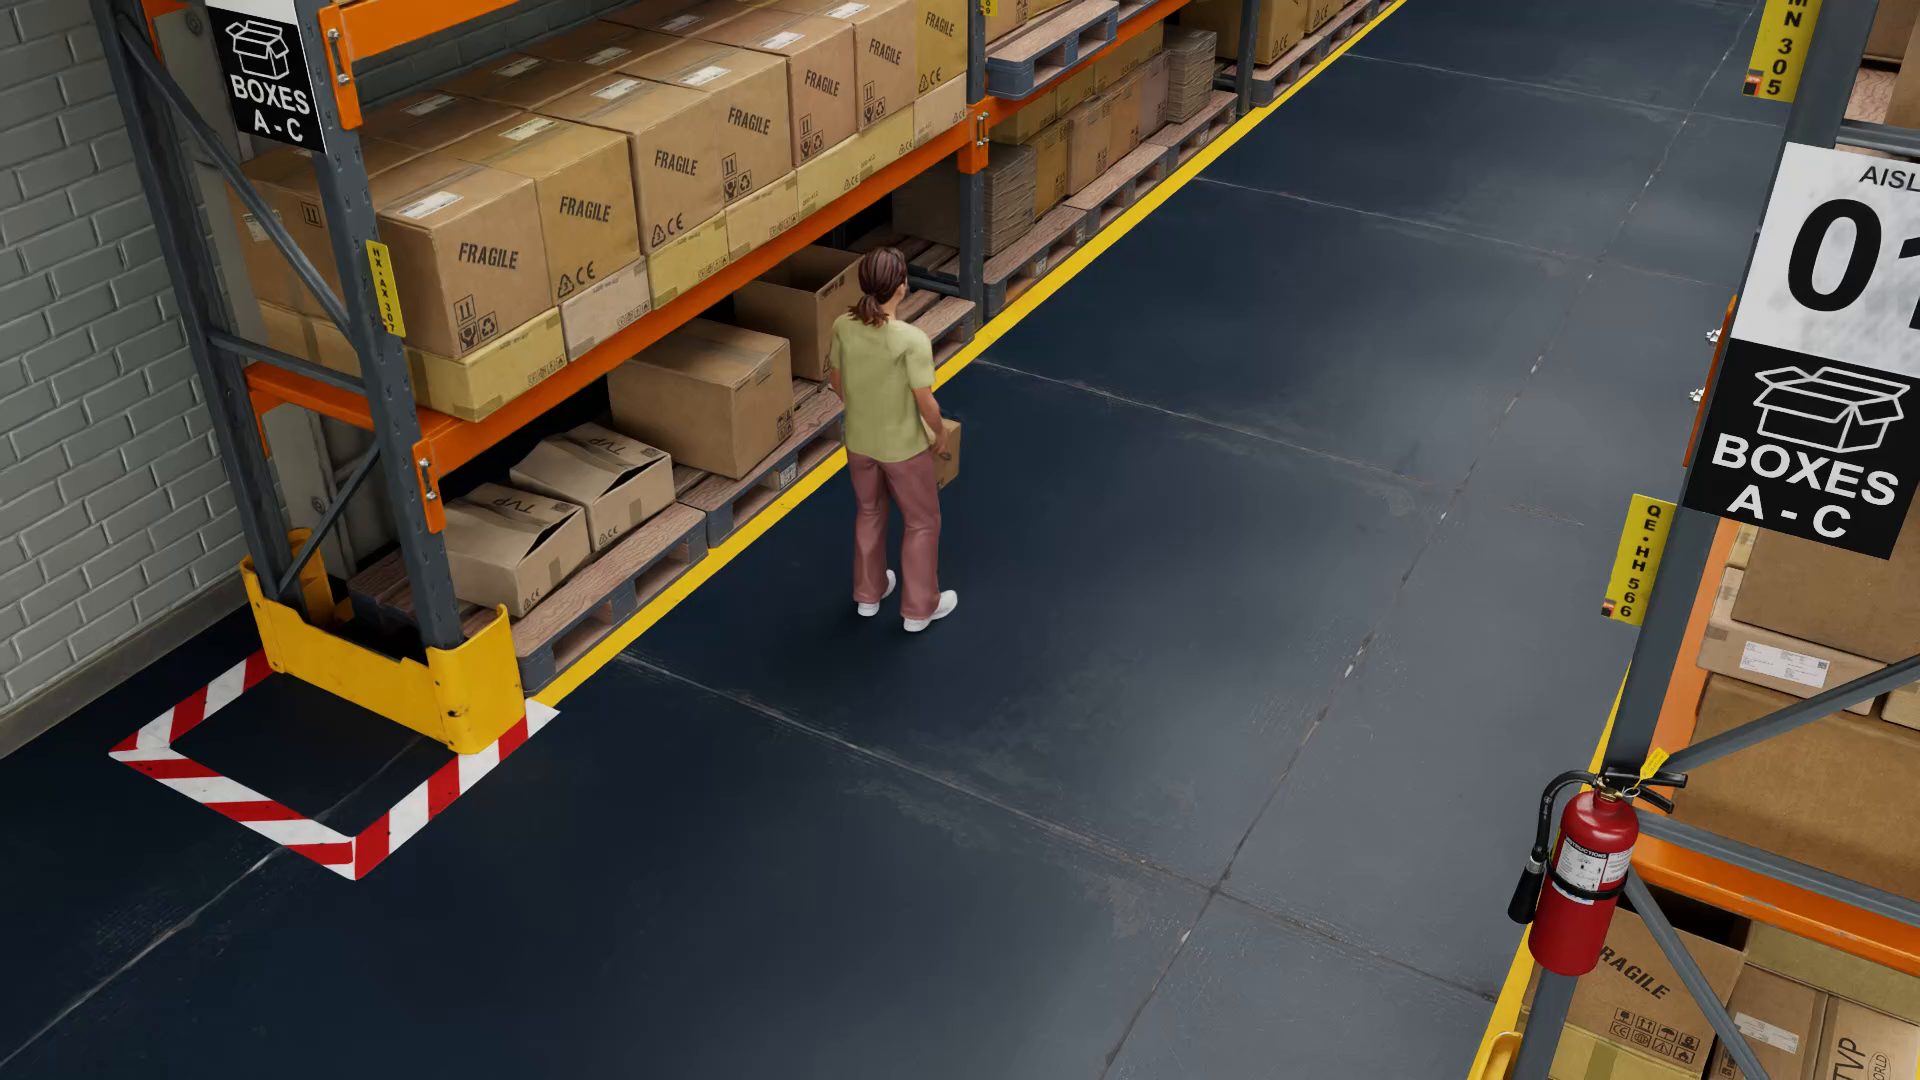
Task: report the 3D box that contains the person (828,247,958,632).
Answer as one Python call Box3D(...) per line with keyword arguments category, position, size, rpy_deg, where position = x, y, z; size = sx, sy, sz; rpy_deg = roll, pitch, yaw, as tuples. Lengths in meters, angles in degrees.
Box3D(category="person", position=(-0.283, -0.398, 6.725), size=(0.477, 1.676, 0.363), rpy_deg=(17, 38, 23))
